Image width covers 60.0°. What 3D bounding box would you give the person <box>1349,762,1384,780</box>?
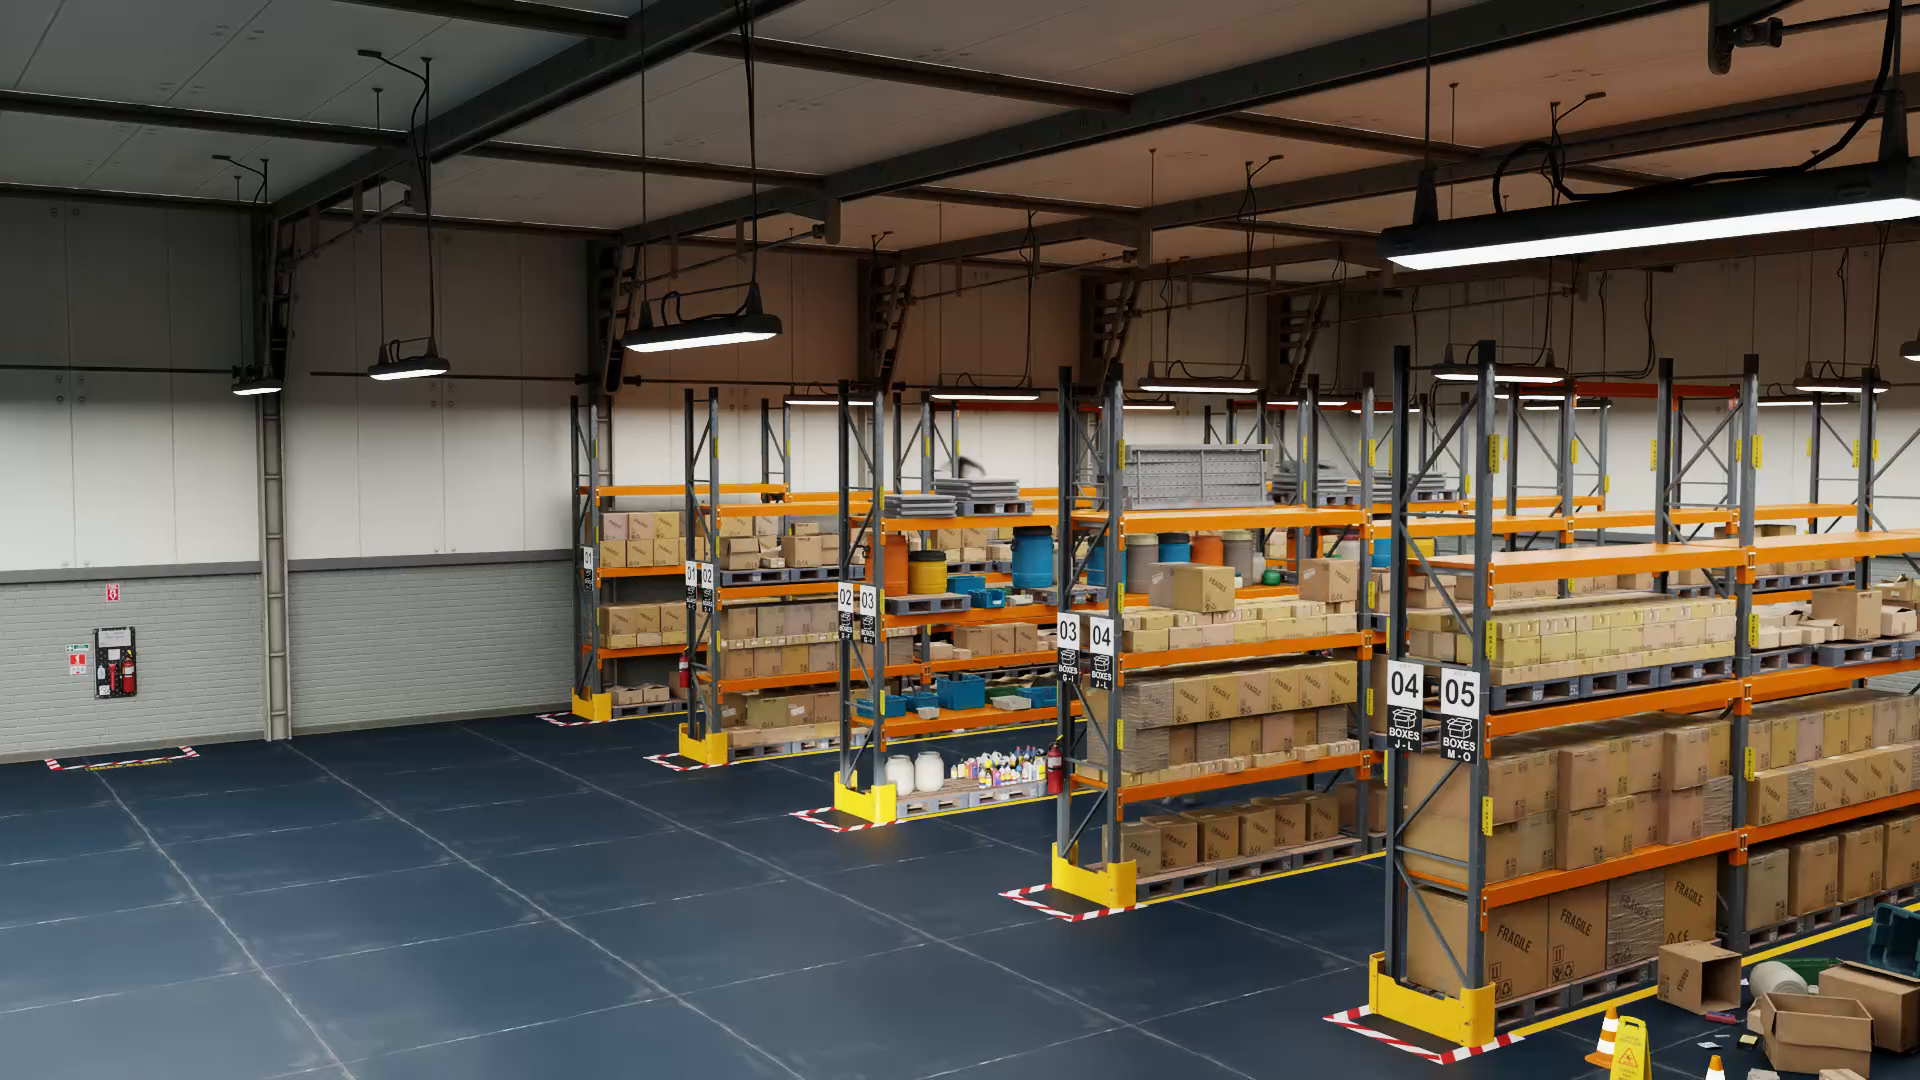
[{"bbox_3d":[5.980,2.977,23.941,1.039,1.519,0.611,-2,4,-26],"label":"person"}]

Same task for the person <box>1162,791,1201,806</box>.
[{"bbox_3d":[3.039,2.920,23.238,0.984,1.647,0.660,-3,5,-41],"label":"person"}]

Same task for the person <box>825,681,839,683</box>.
[{"bbox_3d":[-2.324,2.472,31.041,0.784,1.614,0.536,-3,4,-37],"label":"person"}]
